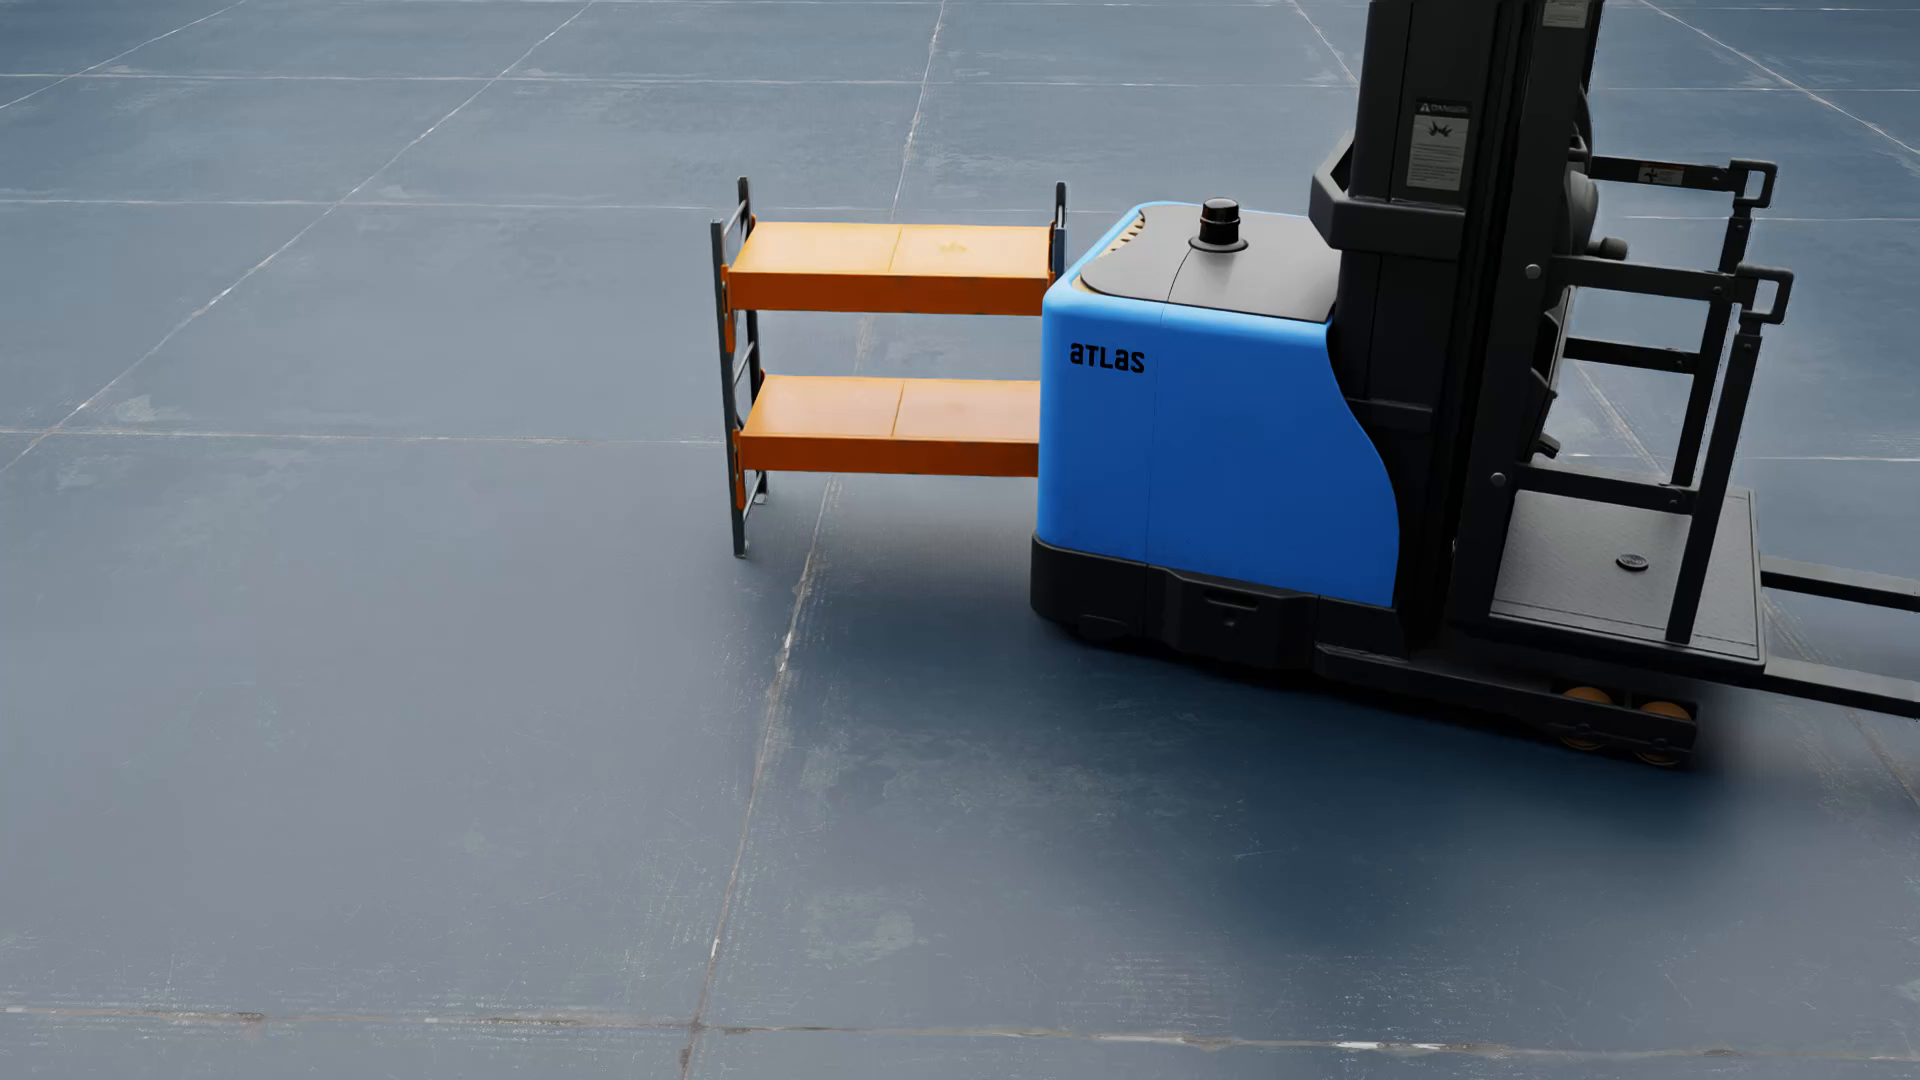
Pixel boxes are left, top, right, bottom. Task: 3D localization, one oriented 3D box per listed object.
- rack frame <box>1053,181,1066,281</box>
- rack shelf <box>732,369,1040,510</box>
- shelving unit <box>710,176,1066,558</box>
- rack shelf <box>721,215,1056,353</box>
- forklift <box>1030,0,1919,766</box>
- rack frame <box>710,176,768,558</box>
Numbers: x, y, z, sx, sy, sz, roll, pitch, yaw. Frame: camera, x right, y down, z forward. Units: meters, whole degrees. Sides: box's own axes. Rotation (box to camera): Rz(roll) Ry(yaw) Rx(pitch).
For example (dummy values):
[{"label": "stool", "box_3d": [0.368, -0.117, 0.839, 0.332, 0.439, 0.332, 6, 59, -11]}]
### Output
[{"label": "rack frame", "box_3d": [0.307, -0.528, 5.337, 0.032, 1.125, 0.500, 2, 28, 3]}, {"label": "rack shelf", "box_3d": [-0.200, -0.326, 5.478, 1.000, 0.278, 0.538, 2, 28, 3]}, {"label": "shelving unit", "box_3d": [-0.200, -0.542, 5.364, 1.048, 1.125, 0.538, 2, 28, 3]}, {"label": "rack shelf", "box_3d": [-0.201, -0.801, 5.227, 1.000, 0.278, 0.538, 2, 28, 3]}, {"label": "forklift", "box_3d": [1.782, -0.979, 4.259, 3.031, 2.935, 1.130, 10, 30, 19]}, {"label": "rack frame", "box_3d": [-0.708, -0.557, 5.391, 0.032, 1.125, 0.500, 2, 28, 3]}]
